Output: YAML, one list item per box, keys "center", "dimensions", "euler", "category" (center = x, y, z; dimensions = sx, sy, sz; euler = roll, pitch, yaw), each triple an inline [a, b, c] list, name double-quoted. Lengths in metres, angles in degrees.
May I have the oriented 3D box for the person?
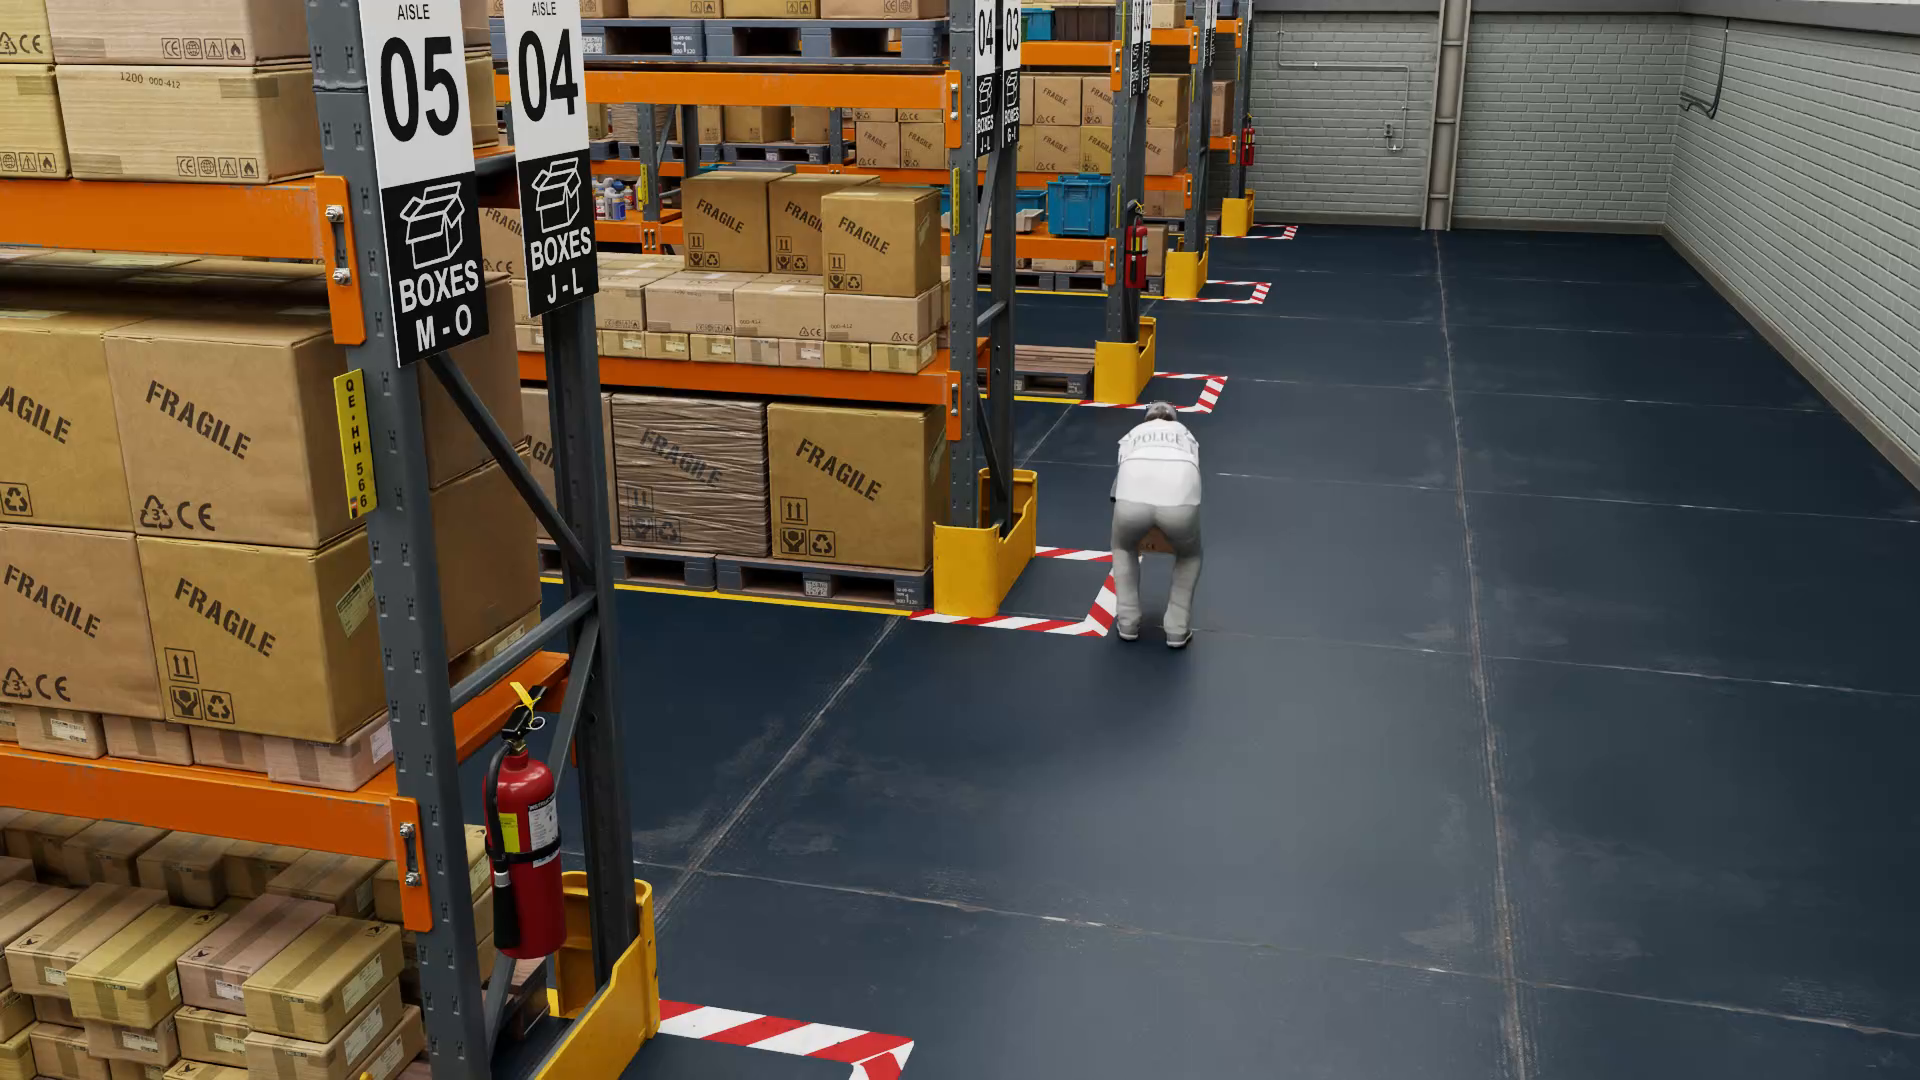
- center: [1.030, -0.138, 8.625]
  dimensions: [0.468, 1.257, 0.882]
  euler: [3, 19, 9]
  category: "person"
